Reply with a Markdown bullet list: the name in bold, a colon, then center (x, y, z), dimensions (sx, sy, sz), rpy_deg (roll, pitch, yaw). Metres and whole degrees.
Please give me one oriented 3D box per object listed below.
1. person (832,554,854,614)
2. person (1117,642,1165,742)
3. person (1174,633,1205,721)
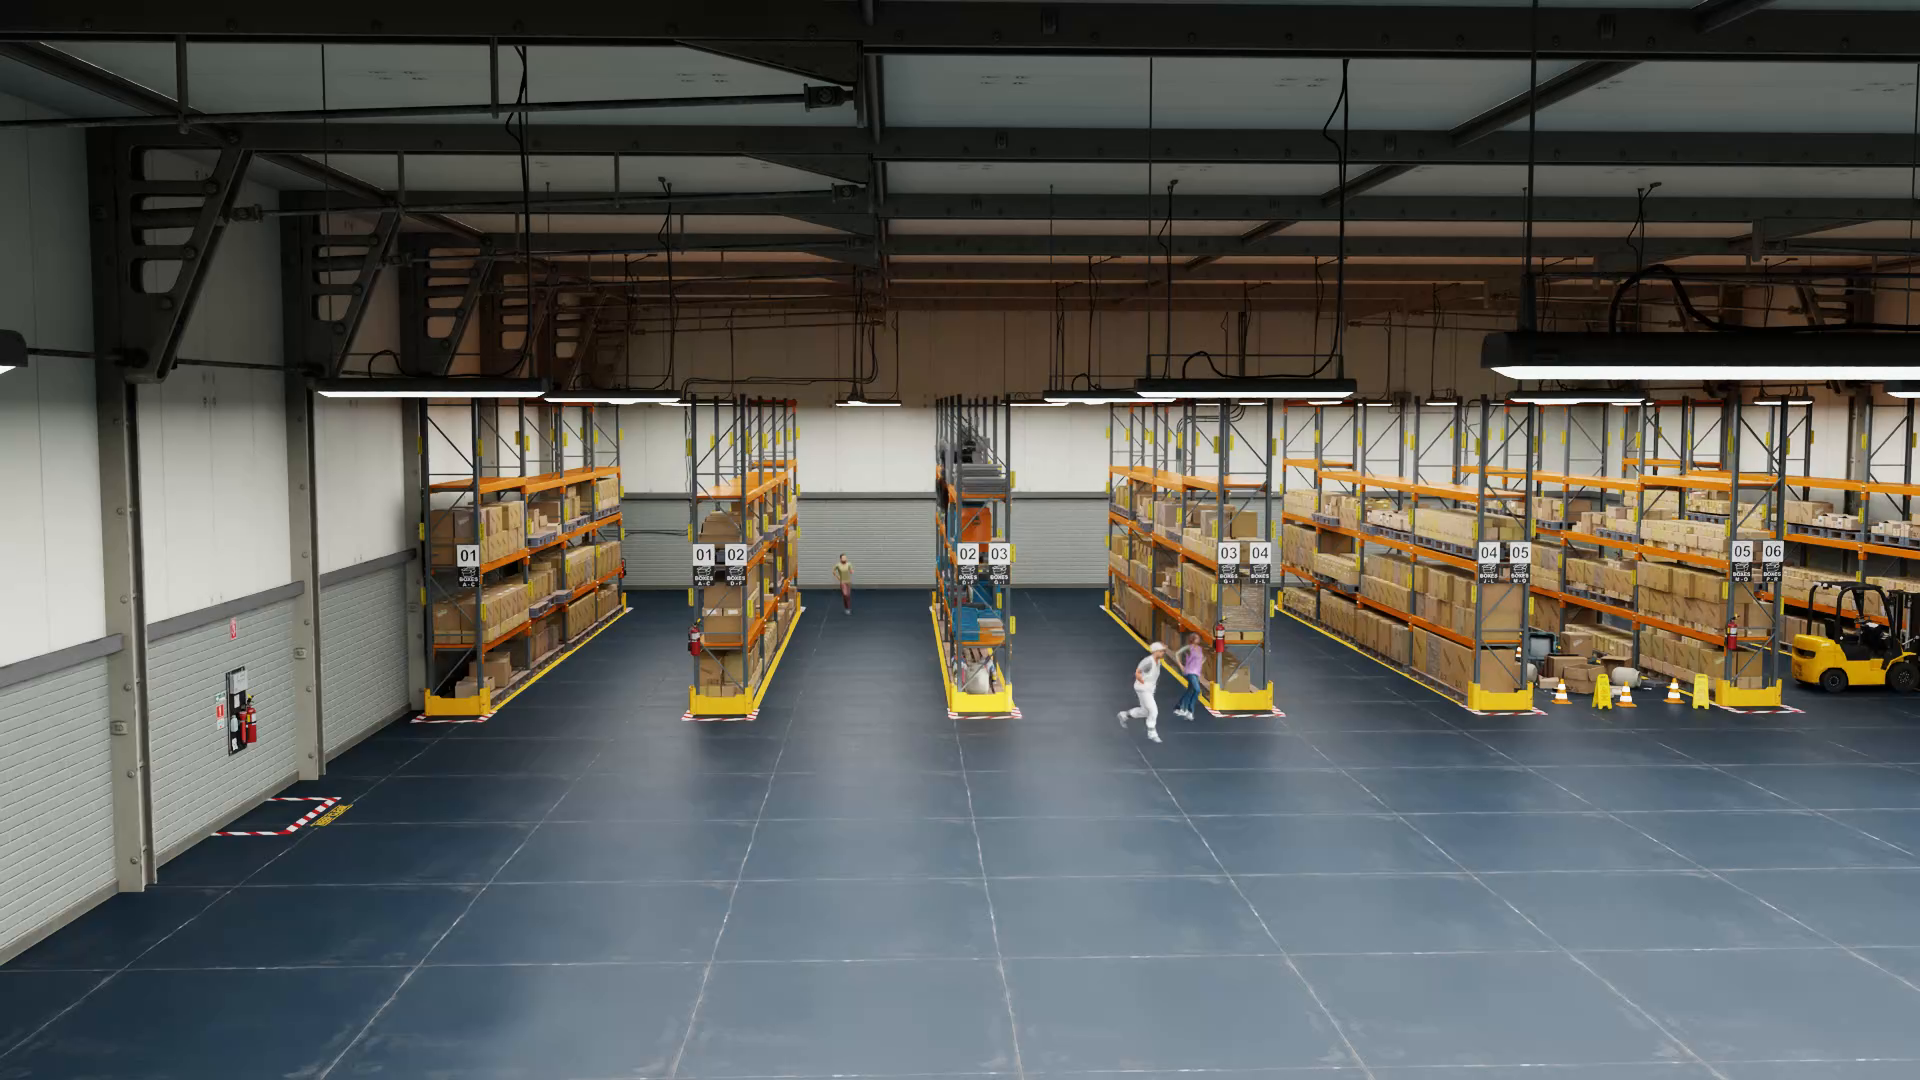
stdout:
- **person**: center (-3.252, 1.239, 46.621), dimensions (0.579, 1.713, 0.706), rpy_deg (-2, 5, -24)
- **person**: center (3.122, 2.624, 28.742), dimensions (0.909, 1.762, 0.653), rpy_deg (3, 5, 32)
- **person**: center (4.291, 2.523, 30.833), dimensions (0.601, 1.616, 0.543), rpy_deg (4, 6, 43)
